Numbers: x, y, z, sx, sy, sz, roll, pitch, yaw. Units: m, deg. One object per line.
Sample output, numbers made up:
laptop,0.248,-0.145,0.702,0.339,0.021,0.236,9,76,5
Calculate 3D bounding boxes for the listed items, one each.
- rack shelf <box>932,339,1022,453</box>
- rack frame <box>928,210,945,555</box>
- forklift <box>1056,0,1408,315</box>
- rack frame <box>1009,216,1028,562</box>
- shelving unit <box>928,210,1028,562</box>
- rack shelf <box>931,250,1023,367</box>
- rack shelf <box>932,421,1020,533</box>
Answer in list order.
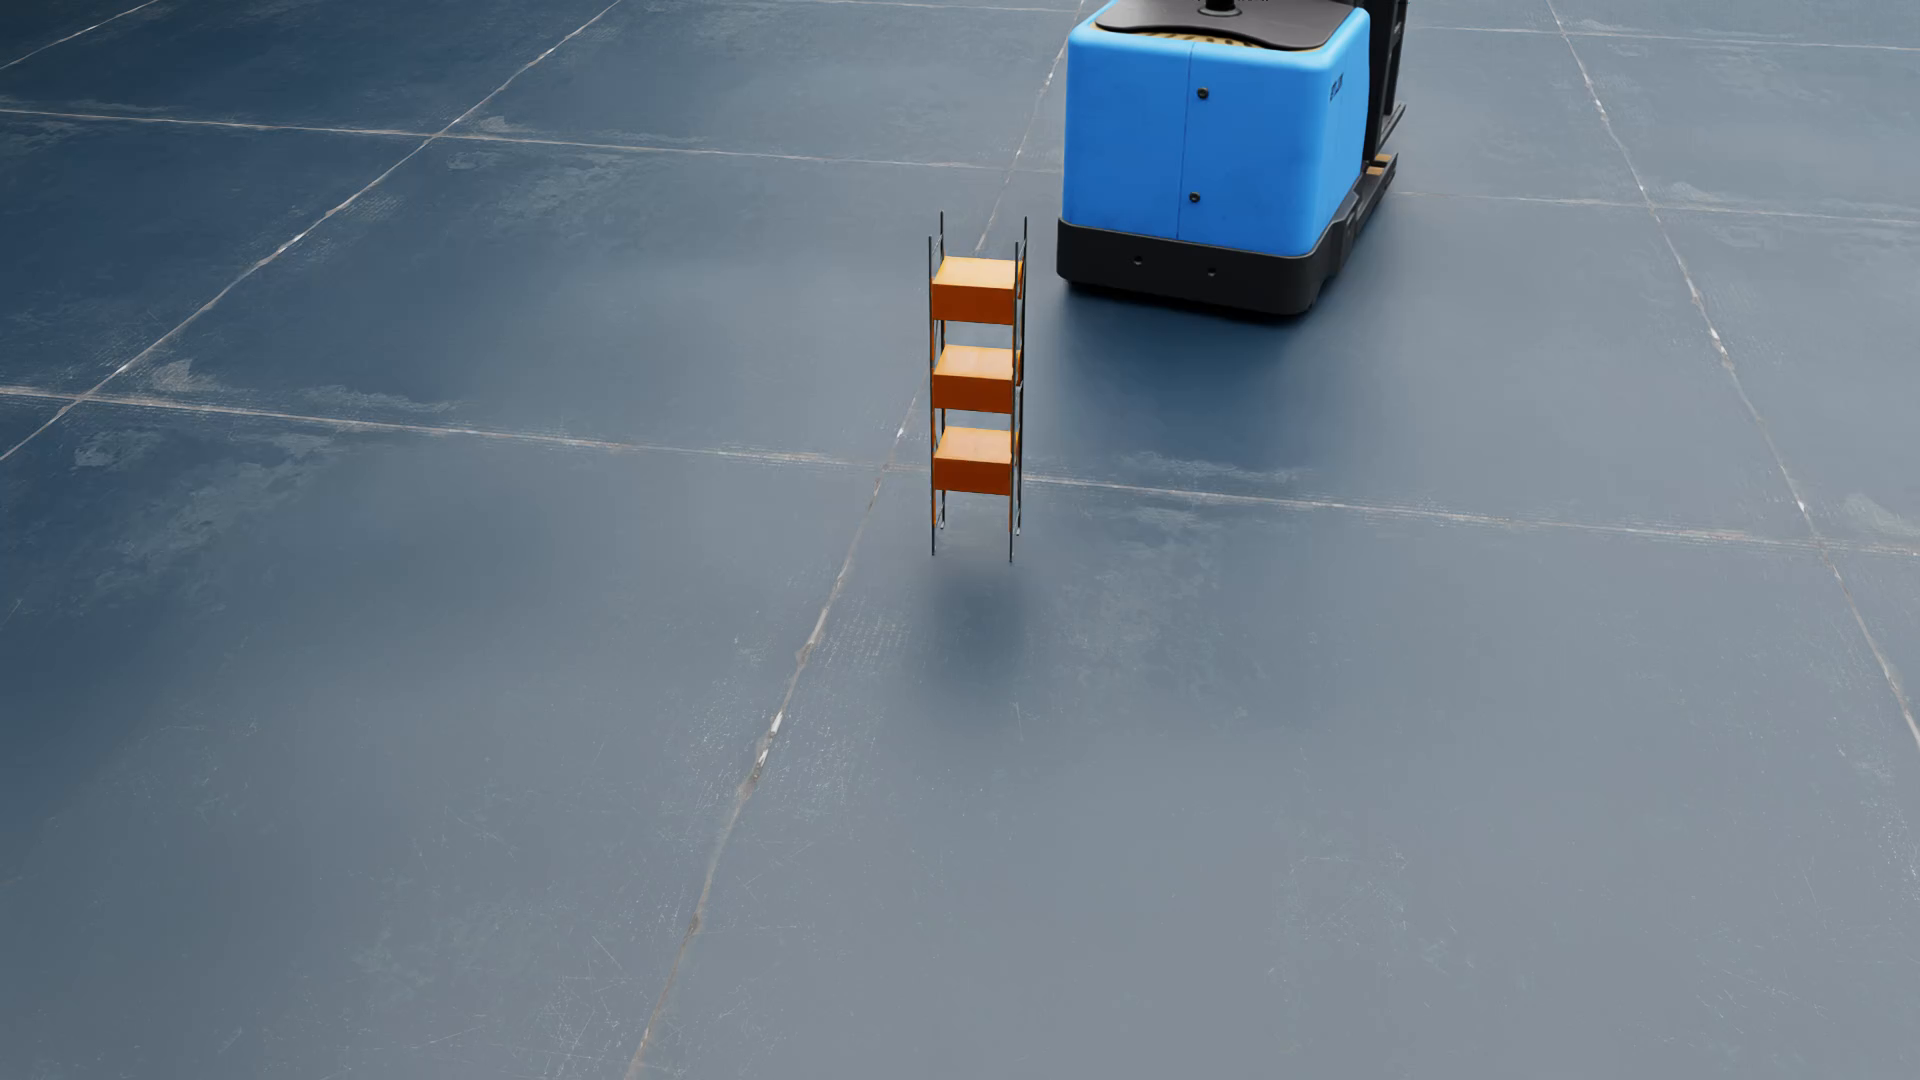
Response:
rack shelf,0.053,-0.431,4.969,0.240,0.259,0.215,5,32,8
rack frame,-0.068,-0.451,4.981,0.008,1.050,0.200,5,32,8
forklift,1.436,-2.895,7.113,1.130,2.935,3.031,13,34,19
rack frame,0.173,-0.429,4.946,0.008,1.050,0.200,5,32,8
shelving unit,0.053,-0.440,4.964,0.252,1.050,0.215,5,32,8
rack shelf,0.053,-0.672,4.819,0.240,0.259,0.215,5,32,8
rack shelf,0.053,-0.196,5.117,0.240,0.259,0.215,5,32,8
